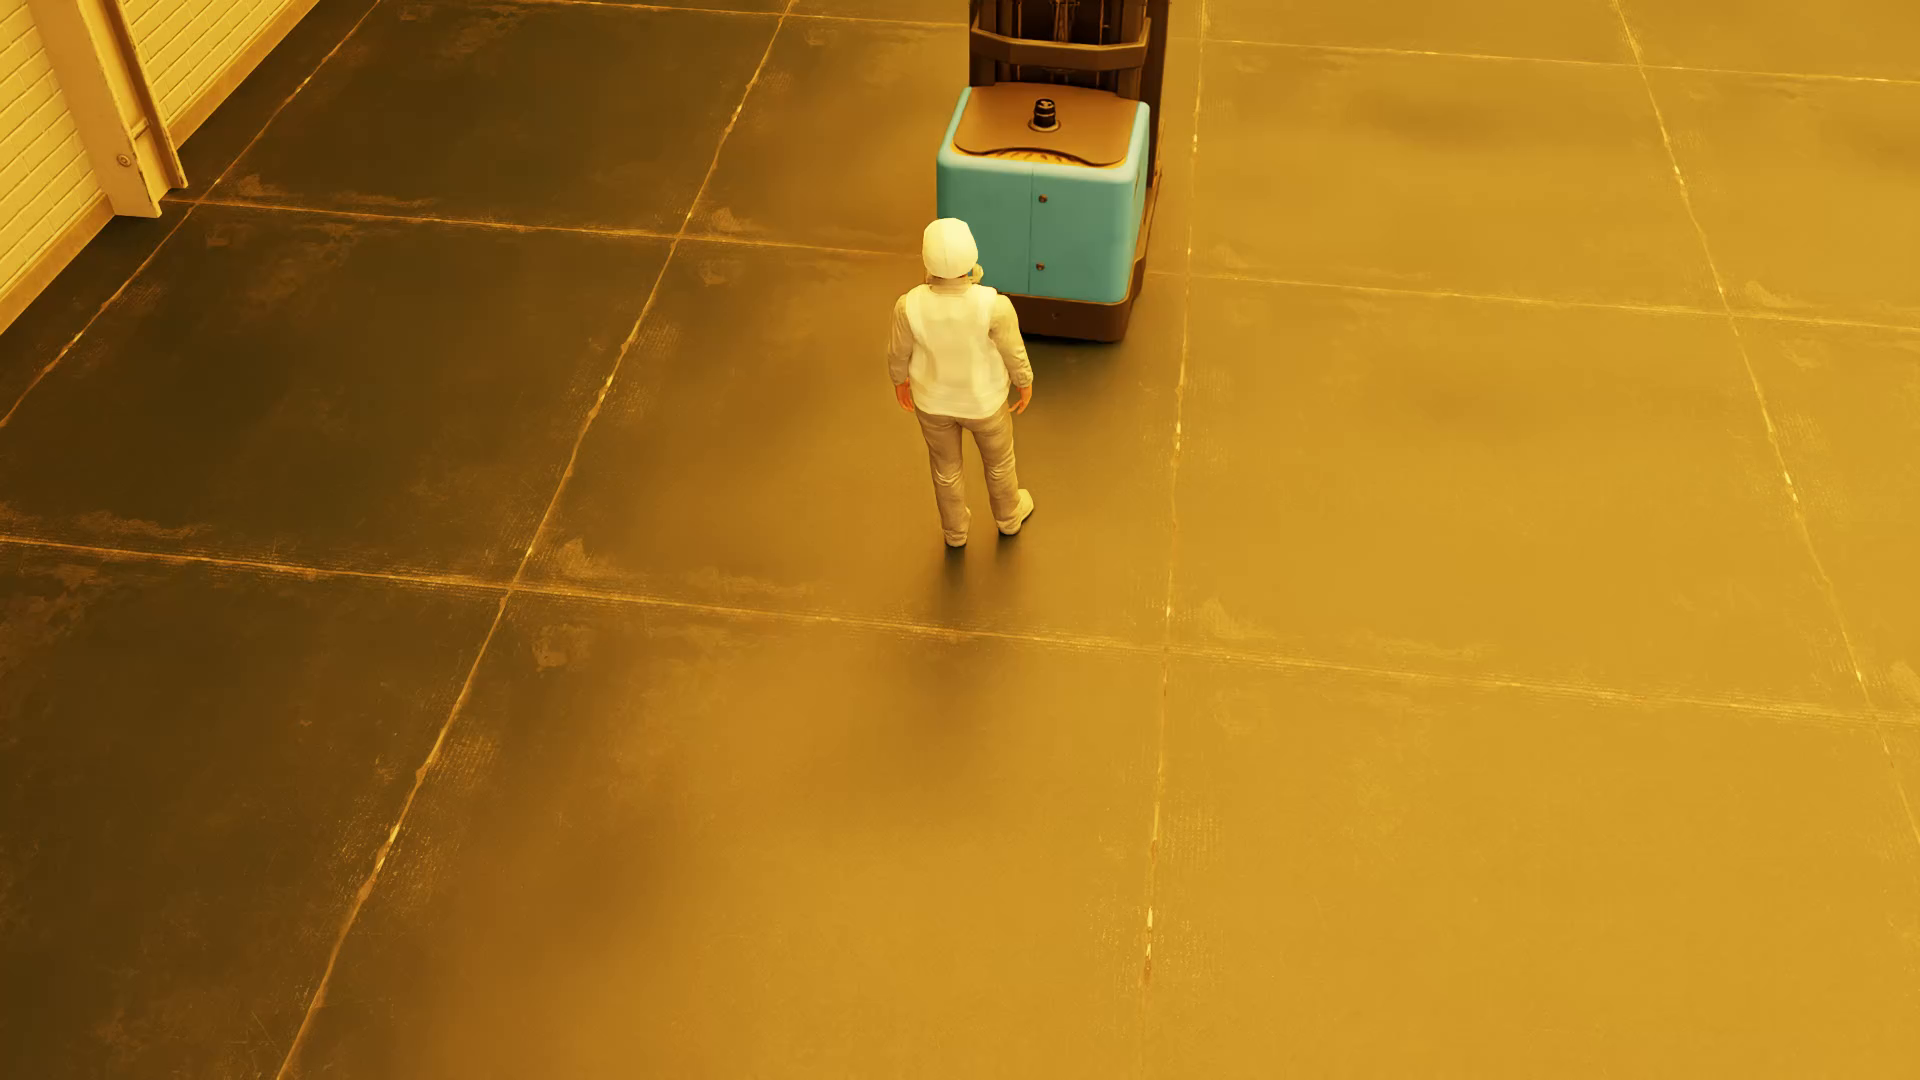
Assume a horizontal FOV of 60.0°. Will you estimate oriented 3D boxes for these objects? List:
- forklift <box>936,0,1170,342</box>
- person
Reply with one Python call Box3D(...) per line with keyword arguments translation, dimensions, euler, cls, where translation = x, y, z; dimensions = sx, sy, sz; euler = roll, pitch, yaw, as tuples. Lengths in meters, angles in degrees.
Box3D(translation=(0.640, -3.154, 9.157), dimensions=(1.130, 2.935, 3.031), euler=(7, 43, 8), cls="forklift")
Box3D(translation=(0.016, -0.700, 7.331), dimensions=(0.633, 1.775, 0.566), euler=(5, 43, 6), cls="person")
